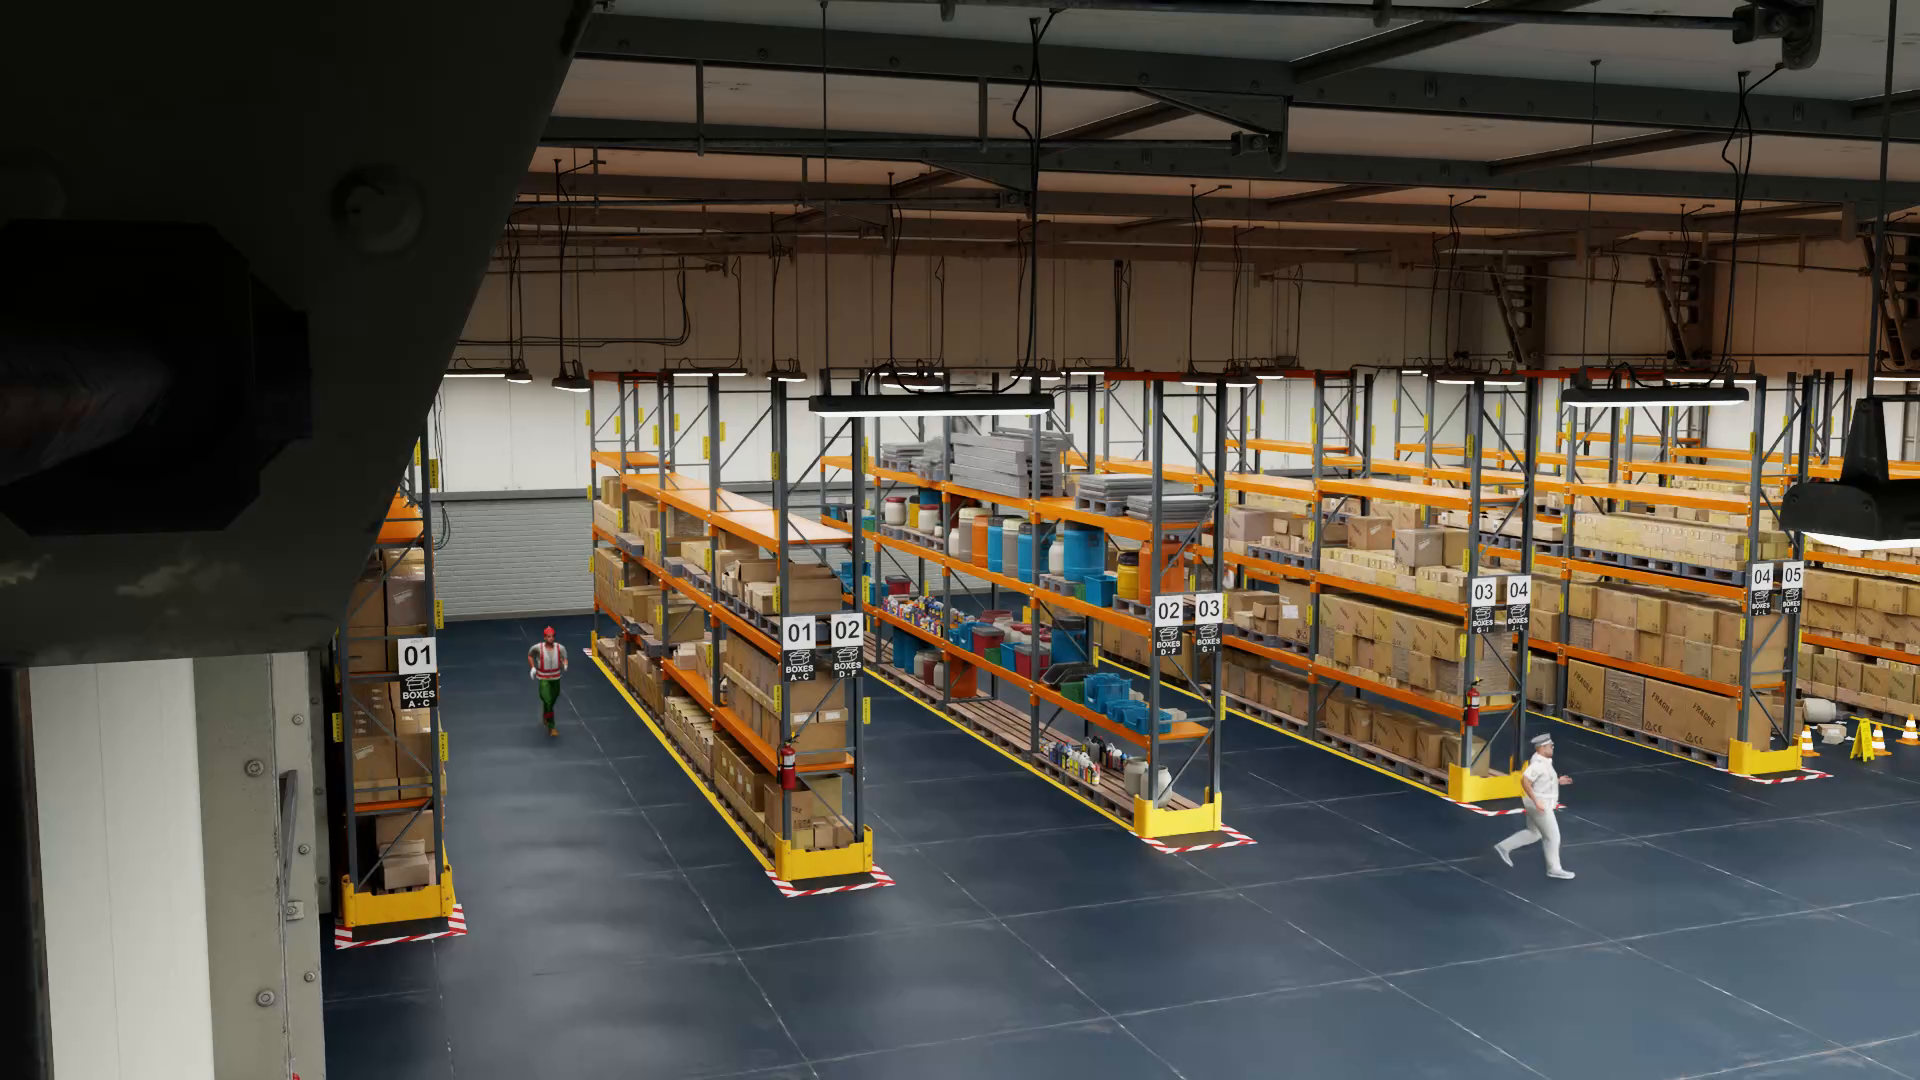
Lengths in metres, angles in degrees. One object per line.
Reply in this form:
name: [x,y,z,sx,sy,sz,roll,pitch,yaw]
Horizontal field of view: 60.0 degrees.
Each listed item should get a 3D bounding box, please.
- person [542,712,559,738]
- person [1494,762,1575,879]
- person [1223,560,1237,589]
person: [-6.889,3.045,27.951,0.230,0.359,0.992,-4,7,-31]
person: [6.975,3.380,20.138,0.940,1.386,0.440,2,7,14]
person: [5.949,1.285,37.464,0.643,1.736,0.469,-2,7,-17]
